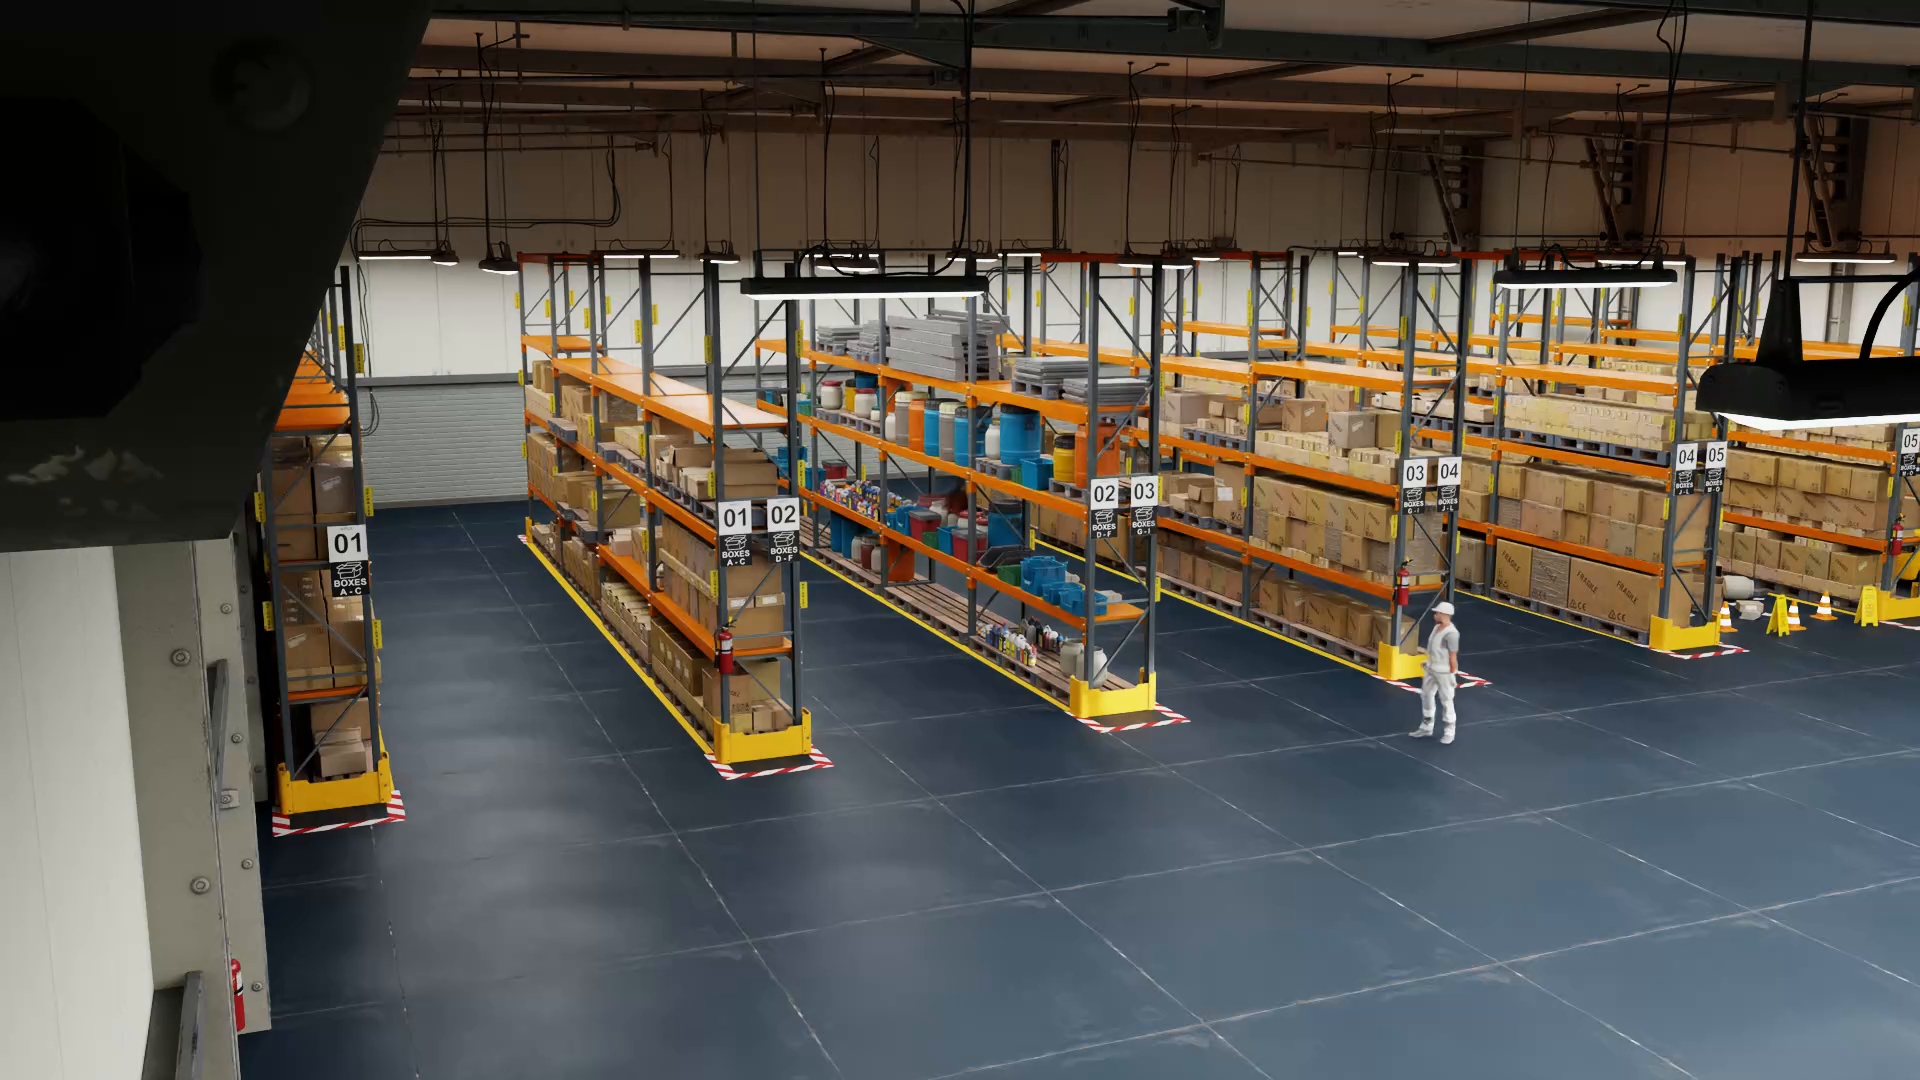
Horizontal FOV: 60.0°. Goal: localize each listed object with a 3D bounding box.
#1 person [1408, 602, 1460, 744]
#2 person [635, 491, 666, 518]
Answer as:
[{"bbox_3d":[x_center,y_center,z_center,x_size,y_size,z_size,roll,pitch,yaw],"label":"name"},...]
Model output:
[{"bbox_3d":[6.016,1.652,20.977,0.421,1.805,0.708,-4,11,-21],"label":"person"},{"bbox_3d":[-6.414,-0.704,34.149,0.688,1.722,1.080,-5,11,-25],"label":"person"}]
